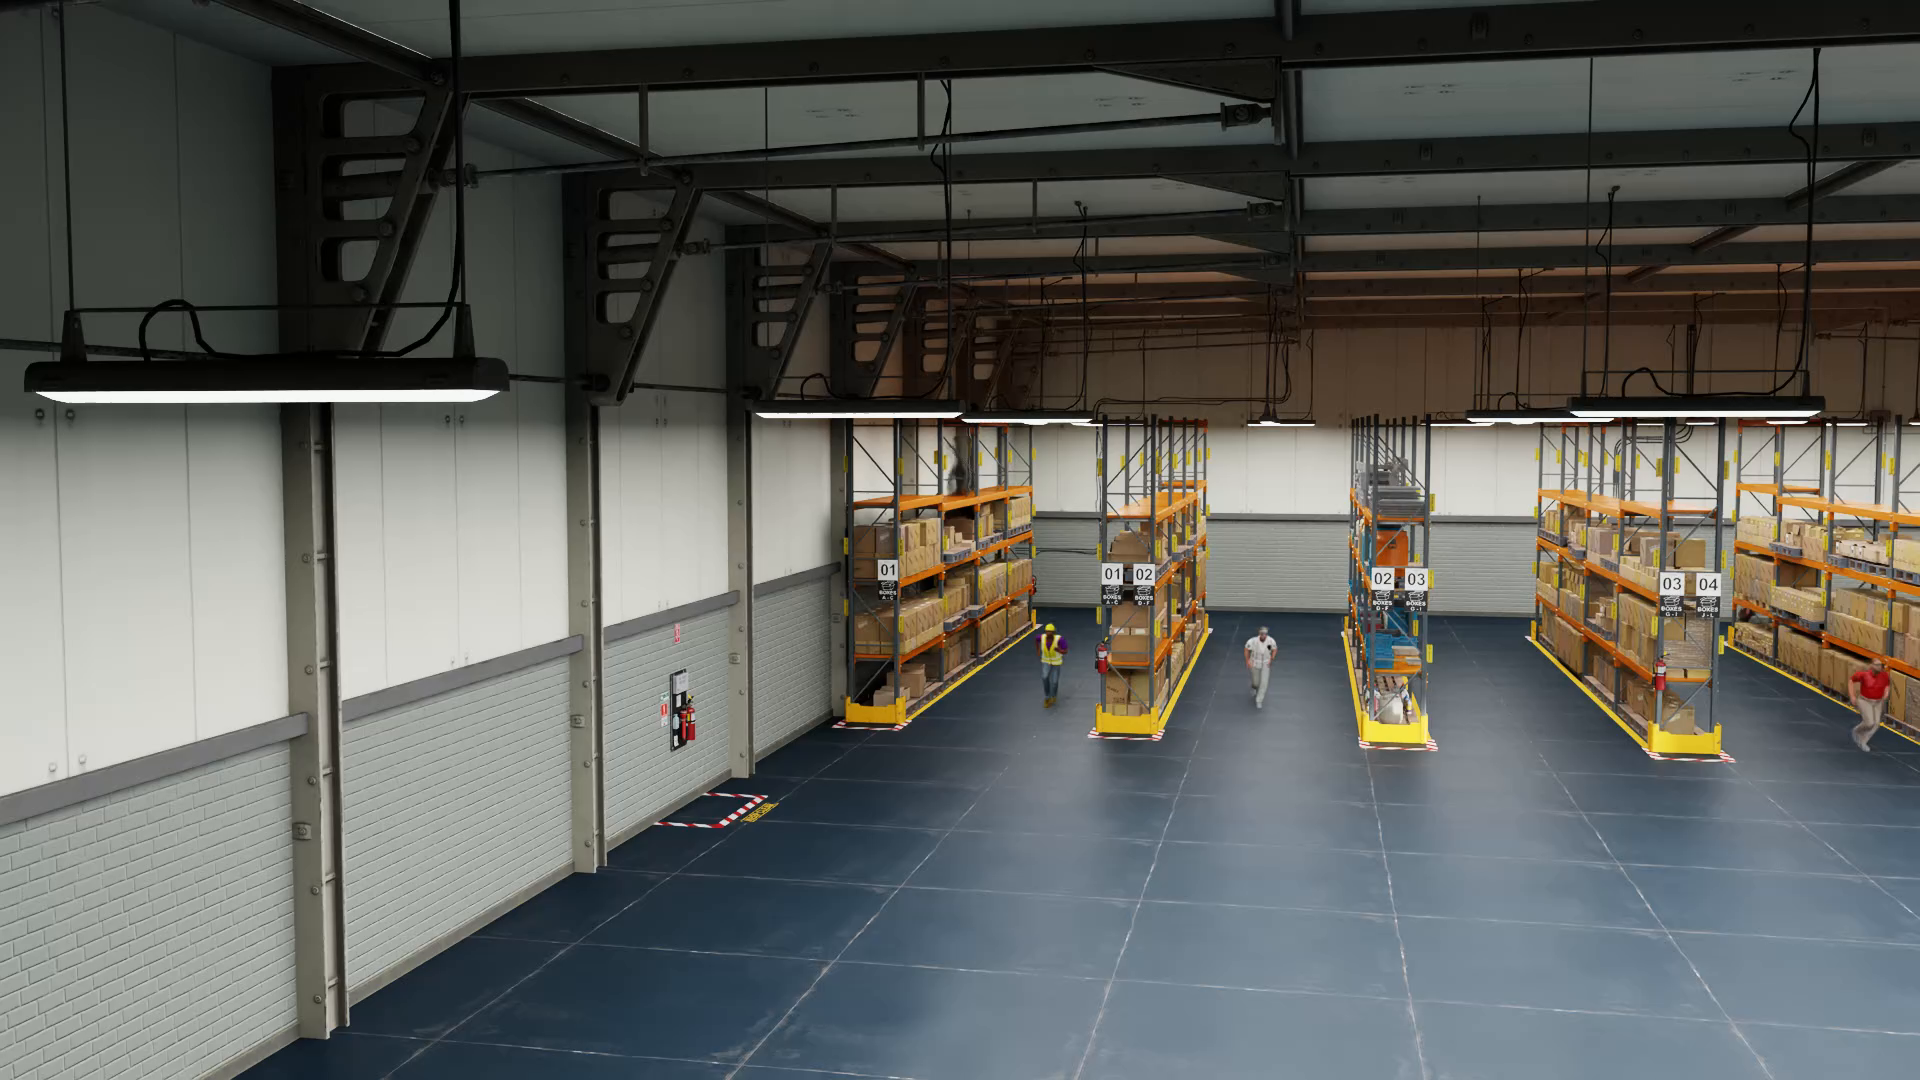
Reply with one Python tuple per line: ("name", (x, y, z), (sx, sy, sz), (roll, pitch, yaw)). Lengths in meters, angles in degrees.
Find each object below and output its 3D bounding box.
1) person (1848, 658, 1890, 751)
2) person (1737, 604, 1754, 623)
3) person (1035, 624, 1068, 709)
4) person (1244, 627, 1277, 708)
("person", (16.202, 2.923, 29.524), (0.637, 1.666, 0.623), (0, 4, -5))
("person", (21.273, 1.883, 44.843), (0.659, 1.736, 0.723), (2, 4, 24))
("person", (1.887, 2.579, 34.316), (0.686, 1.747, 0.938), (0, 4, 6))
("person", (6.214, 2.610, 34.443), (0.661, 1.718, 0.834), (0, 4, -4))
